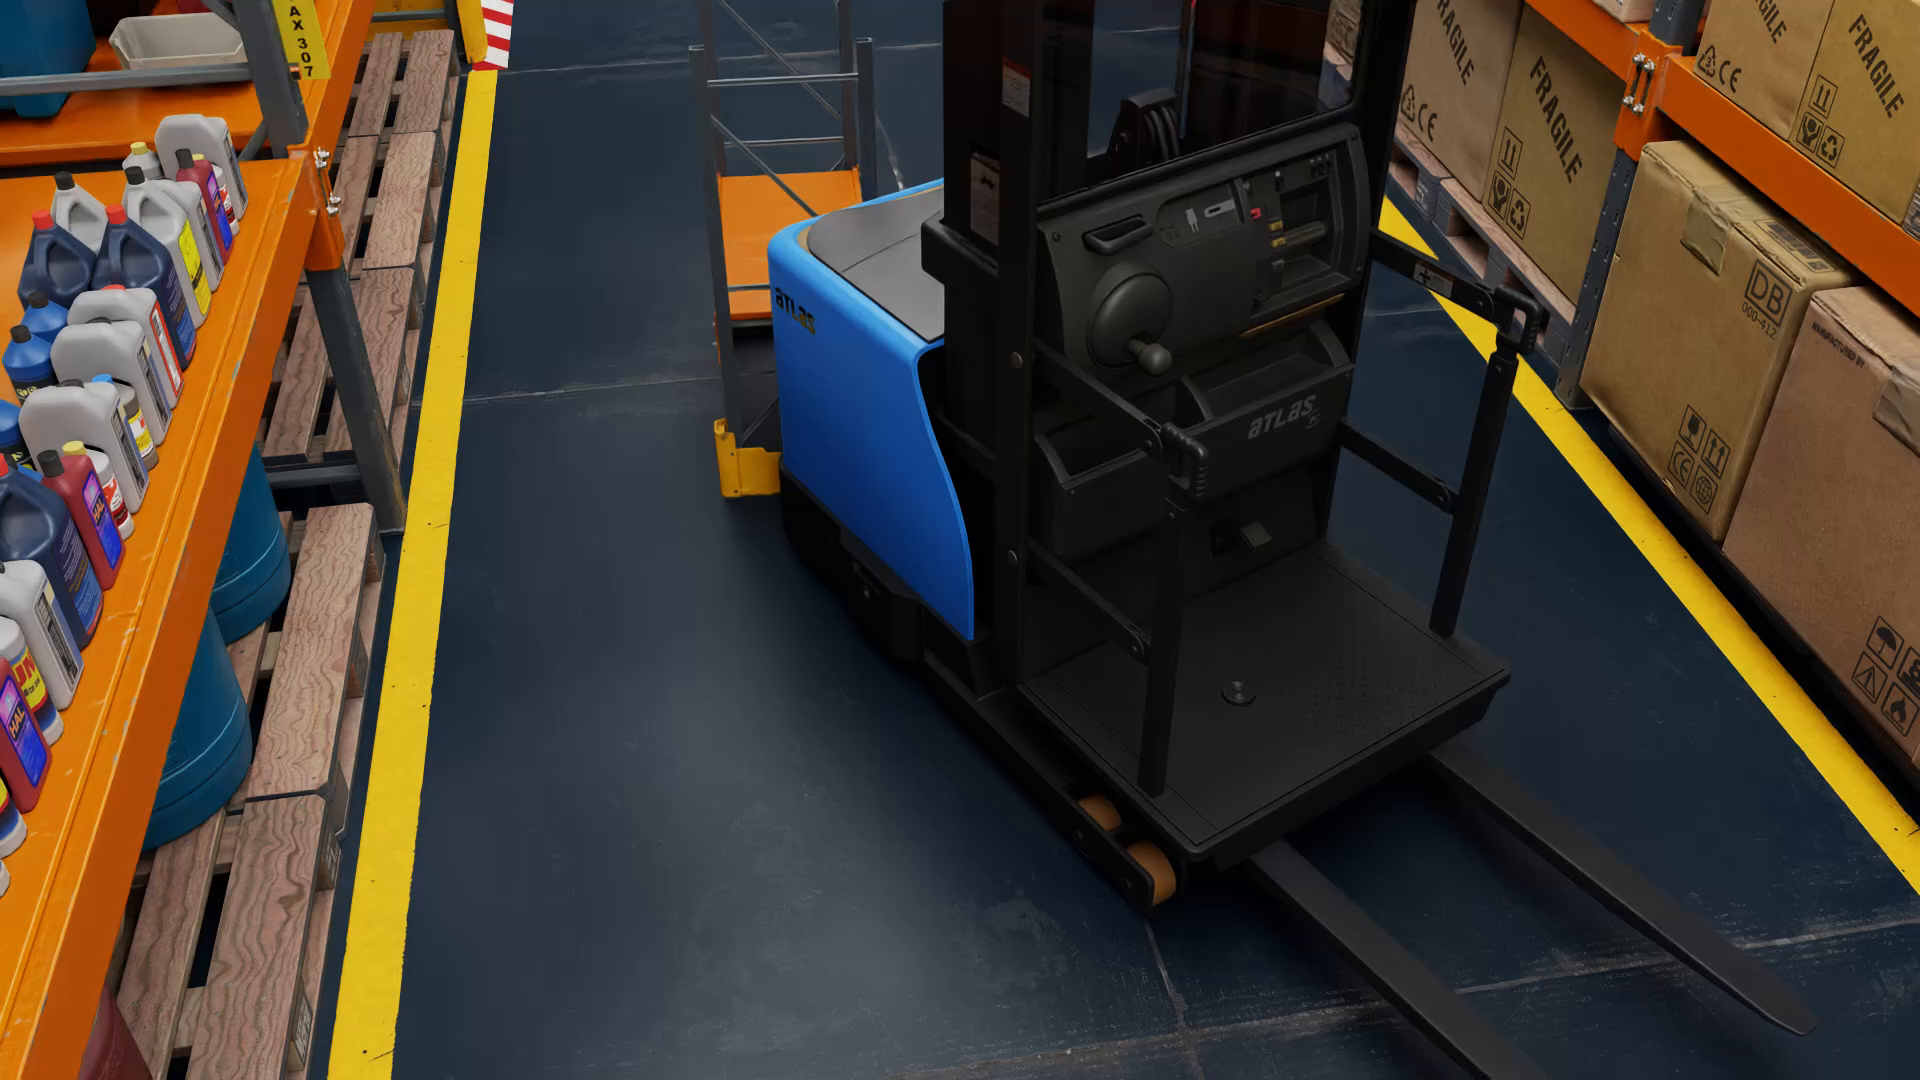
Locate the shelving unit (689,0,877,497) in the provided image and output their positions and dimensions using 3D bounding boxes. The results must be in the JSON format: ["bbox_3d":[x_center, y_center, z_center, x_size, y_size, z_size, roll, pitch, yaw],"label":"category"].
[{"bbox_3d":[-0.553,-1.082,5.421,0.587,1.500,1.083,-4,38,-5],"label":"shelving unit"}]

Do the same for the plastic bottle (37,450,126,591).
[{"bbox_3d":[-1.575,-0.056,2.972,0.061,0.283,0.133,-6,38,-8],"label":"plastic bottle"}]

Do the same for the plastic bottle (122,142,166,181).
[{"bbox_3d":[-1.997,-0.880,4.100,0.097,0.201,0.097,0,38,0],"label":"plastic bottle"}]

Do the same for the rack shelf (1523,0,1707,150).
[{"bbox_3d":[2.261,-2.643,6.794,1.077,0.370,4.000,-6,38,-8],"label":"rack shelf"}]

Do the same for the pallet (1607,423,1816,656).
[{"bbox_3d":[2.821,-0.160,5.284,1.003,0.211,1.213,-6,38,-8],"label":"pallet"}]

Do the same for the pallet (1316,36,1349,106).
[{"bbox_3d":[2.128,-2.560,8.373,1.003,0.211,1.213,-6,38,-8],"label":"pallet"}]

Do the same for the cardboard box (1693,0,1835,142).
[{"bbox_3d":[2.446,-1.454,4.595,0.500,0.500,0.500,-6,38,-8],"label":"cardboard box"}]

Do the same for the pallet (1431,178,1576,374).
[{"bbox_3d":[2.556,-1.086,6.476,1.003,0.211,1.213,-6,38,-8],"label":"pallet"}]

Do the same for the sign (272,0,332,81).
[{"bbox_3d":[-1.722,-1.354,4.322,0.100,0.325,0.005,-6,38,-8],"label":"sign"}]

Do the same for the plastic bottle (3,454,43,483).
[{"bbox_3d":[-1.650,-0.032,2.951,0.097,0.271,0.097,0,38,0],"label":"plastic bottle"}]

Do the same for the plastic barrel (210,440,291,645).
[{"bbox_3d":[-2.186,-0.194,4.422,0.600,0.901,0.708,-6,38,-8],"label":"plastic barrel"}]

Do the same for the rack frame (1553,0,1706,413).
[{"bbox_3d":[2.612,-1.720,5.018,1.000,3.000,0.127,-6,38,-8],"label":"rack frame"}]

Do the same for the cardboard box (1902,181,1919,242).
[{"bbox_3d":[2.623,-0.848,3.816,0.500,0.500,0.500,-7,38,-9],"label":"cardboard box"}]

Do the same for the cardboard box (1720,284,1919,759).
[{"bbox_3d":[2.901,-0.122,4.352,1.225,0.875,0.875,-7,38,-10],"label":"cardboard box"}]

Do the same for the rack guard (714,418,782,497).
[{"bbox_3d":[-0.493,-0.285,5.414,0.587,0.250,0.087,-4,38,-5],"label":"rack guard"}]

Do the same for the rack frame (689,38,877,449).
[{"bbox_3d":[-0.491,-0.767,5.015,0.500,1.500,0.032,-4,38,-5],"label":"rack frame"}]

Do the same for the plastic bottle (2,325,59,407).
[{"bbox_3d":[-1.821,-0.301,3.298,0.097,0.271,0.097,0,38,0],"label":"plastic bottle"}]

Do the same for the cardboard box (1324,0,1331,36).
[{"bbox_3d":[2.102,-3.084,8.165,0.875,0.875,0.875,-6,38,-8],"label":"cardboard box"}]

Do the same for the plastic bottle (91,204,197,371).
[{"bbox_3d":[-1.749,-0.536,3.535,0.144,0.351,0.185,-6,38,-8],"label":"plastic bottle"}]

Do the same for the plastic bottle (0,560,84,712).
[{"bbox_3d":[-1.564,0.144,2.720,0.152,0.276,0.135,-6,38,-8],"label":"plastic bottle"}]

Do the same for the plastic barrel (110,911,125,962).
[{"bbox_3d":[-2.051,0.739,3.540,0.421,0.512,0.421,0,38,0],"label":"plastic barrel"}]

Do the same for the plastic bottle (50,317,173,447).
[{"bbox_3d":[-1.701,-0.328,3.328,0.152,0.276,0.135,-6,38,-8],"label":"plastic bottle"}]

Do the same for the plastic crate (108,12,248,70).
[{"bbox_3d":[-2.205,-1.403,4.777,0.396,0.136,0.243,-6,38,-8],"label":"plastic crate"}]

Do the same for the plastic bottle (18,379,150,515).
[{"bbox_3d":[-1.660,-0.188,3.148,0.152,0.276,0.135,-6,38,-8],"label":"plastic bottle"}]

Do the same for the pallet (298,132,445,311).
[{"bbox_3d":[-2.649,-1.264,6.705,1.003,0.211,1.213,-6,38,-8],"label":"pallet"}]

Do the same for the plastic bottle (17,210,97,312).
[{"bbox_3d":[-1.891,-0.520,3.515,0.144,0.351,0.185,-6,38,-8],"label":"plastic bottle"}]

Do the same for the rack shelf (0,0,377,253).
[{"bbox_3d":[-2.615,-2.111,6.108,1.077,0.370,4.000,-6,38,-8],"label":"rack shelf"}]

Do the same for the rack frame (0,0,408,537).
[{"bbox_3d":[-2.264,-1.187,4.333,1.000,3.000,0.127,-6,38,-8],"label":"rack frame"}]

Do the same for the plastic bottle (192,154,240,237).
[{"bbox_3d":[-1.830,-0.838,4.046,0.097,0.201,0.097,0,38,0],"label":"plastic bottle"}]

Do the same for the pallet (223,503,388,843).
[{"bbox_3d":[-2.170,0.385,4.582,1.003,0.211,1.213,-6,38,-8],"label":"pallet"}]

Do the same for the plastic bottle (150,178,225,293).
[{"bbox_3d":[-1.813,-0.714,3.825,0.152,0.276,0.135,-6,38,-8],"label":"plastic bottle"}]

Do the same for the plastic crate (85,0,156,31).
[{"bbox_3d":[-2.725,-1.749,5.232,0.437,0.125,0.590,-6,38,-8],"label":"plastic crate"}]

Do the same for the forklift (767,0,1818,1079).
[{"bbox_3d":[0.701,-0.593,3.625,1.130,2.935,3.031,-23,43,-27],"label":"forklift"}]

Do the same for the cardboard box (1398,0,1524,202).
[{"bbox_3d":[2.417,-1.997,6.765,0.875,0.875,0.875,-6,38,-8],"label":"cardboard box"}]

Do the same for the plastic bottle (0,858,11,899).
[{"bbox_3d":[-1.459,0.412,2.380,0.097,0.271,0.097,0,38,0],"label":"plastic bottle"}]

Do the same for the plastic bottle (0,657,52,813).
[{"bbox_3d":[-1.478,0.276,2.544,0.061,0.283,0.133,-6,38,-8],"label":"plastic bottle"}]
